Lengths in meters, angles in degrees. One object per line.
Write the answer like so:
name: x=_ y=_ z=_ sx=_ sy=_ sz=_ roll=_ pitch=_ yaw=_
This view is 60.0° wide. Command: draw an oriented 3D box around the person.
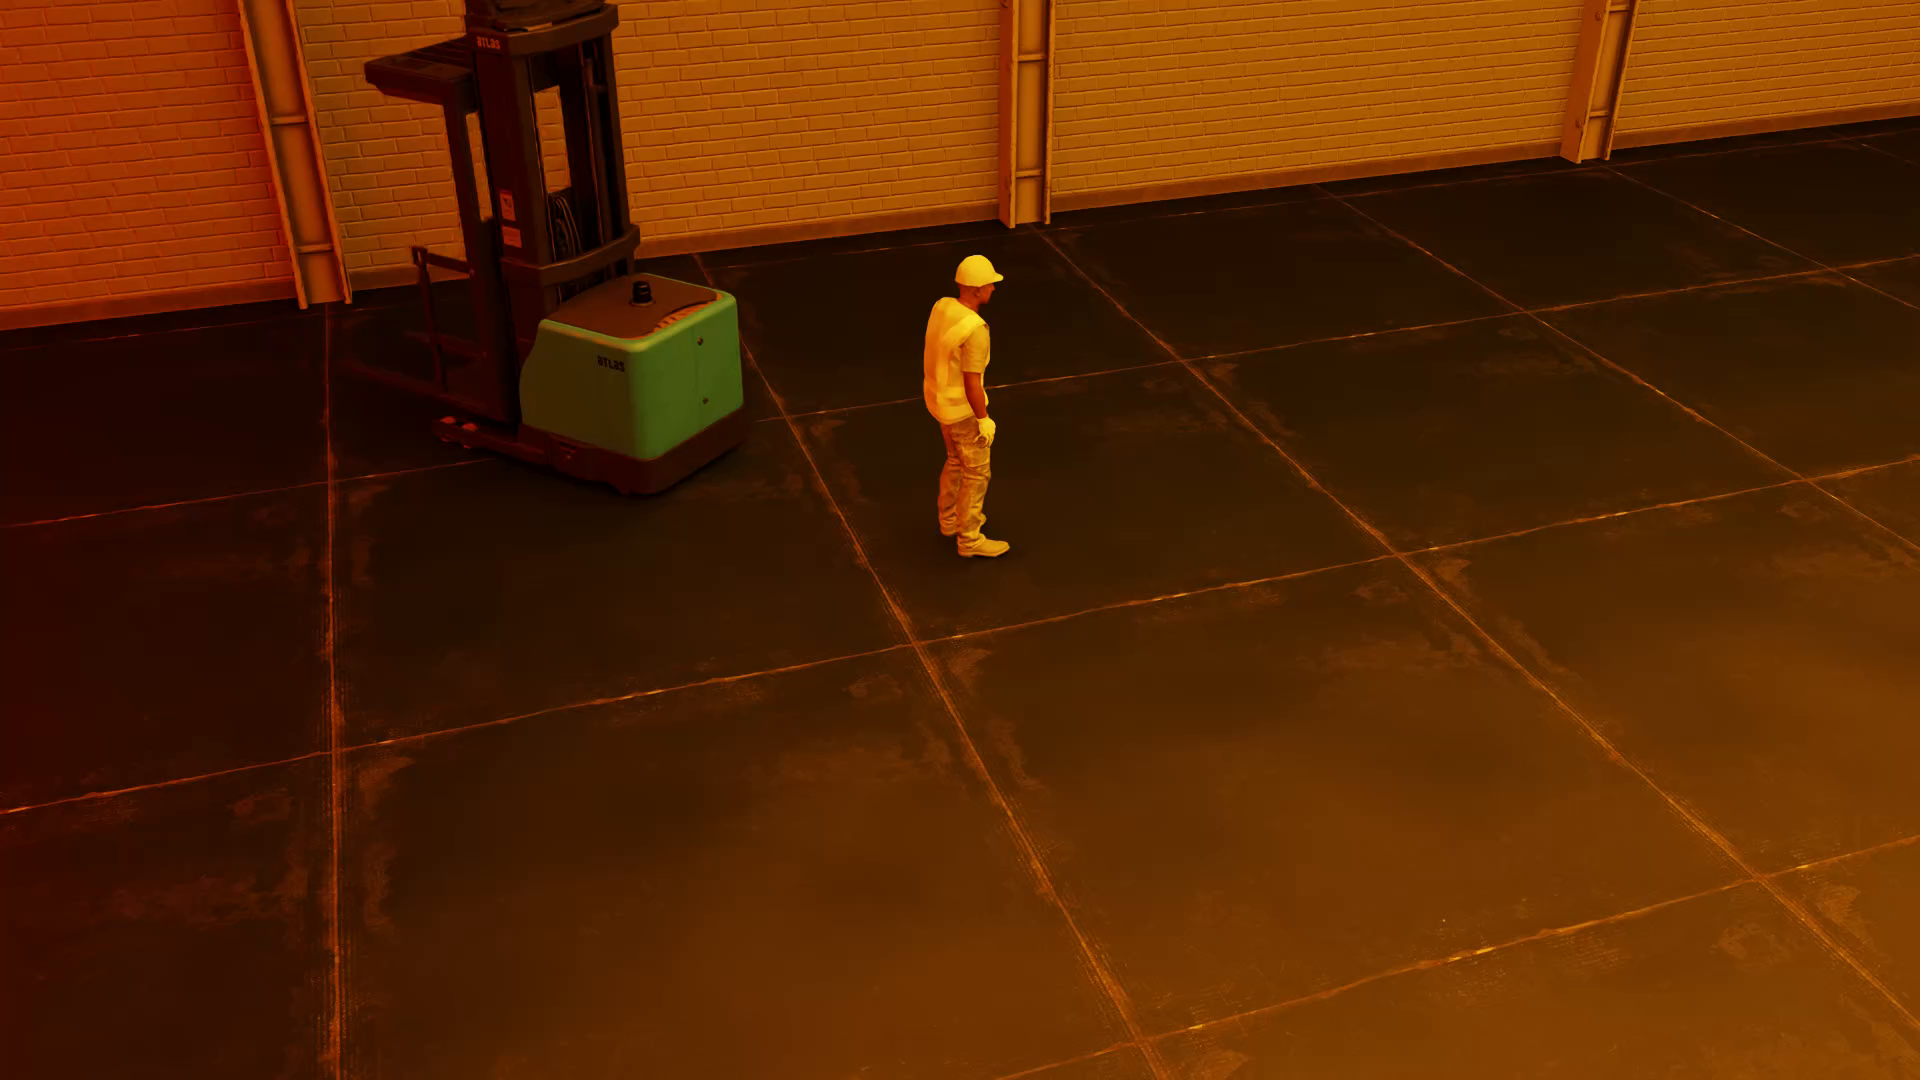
person: x=0.034 y=-0.776 z=9.601 sx=0.449 sy=1.773 sz=0.617 roll=-11 pitch=32 yaw=-18

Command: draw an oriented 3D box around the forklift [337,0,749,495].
forklift: x=-2.939 y=-2.086 z=10.713 sx=3.031 sy=2.935 sz=1.130 roll=17 pitch=34 yaw=27
